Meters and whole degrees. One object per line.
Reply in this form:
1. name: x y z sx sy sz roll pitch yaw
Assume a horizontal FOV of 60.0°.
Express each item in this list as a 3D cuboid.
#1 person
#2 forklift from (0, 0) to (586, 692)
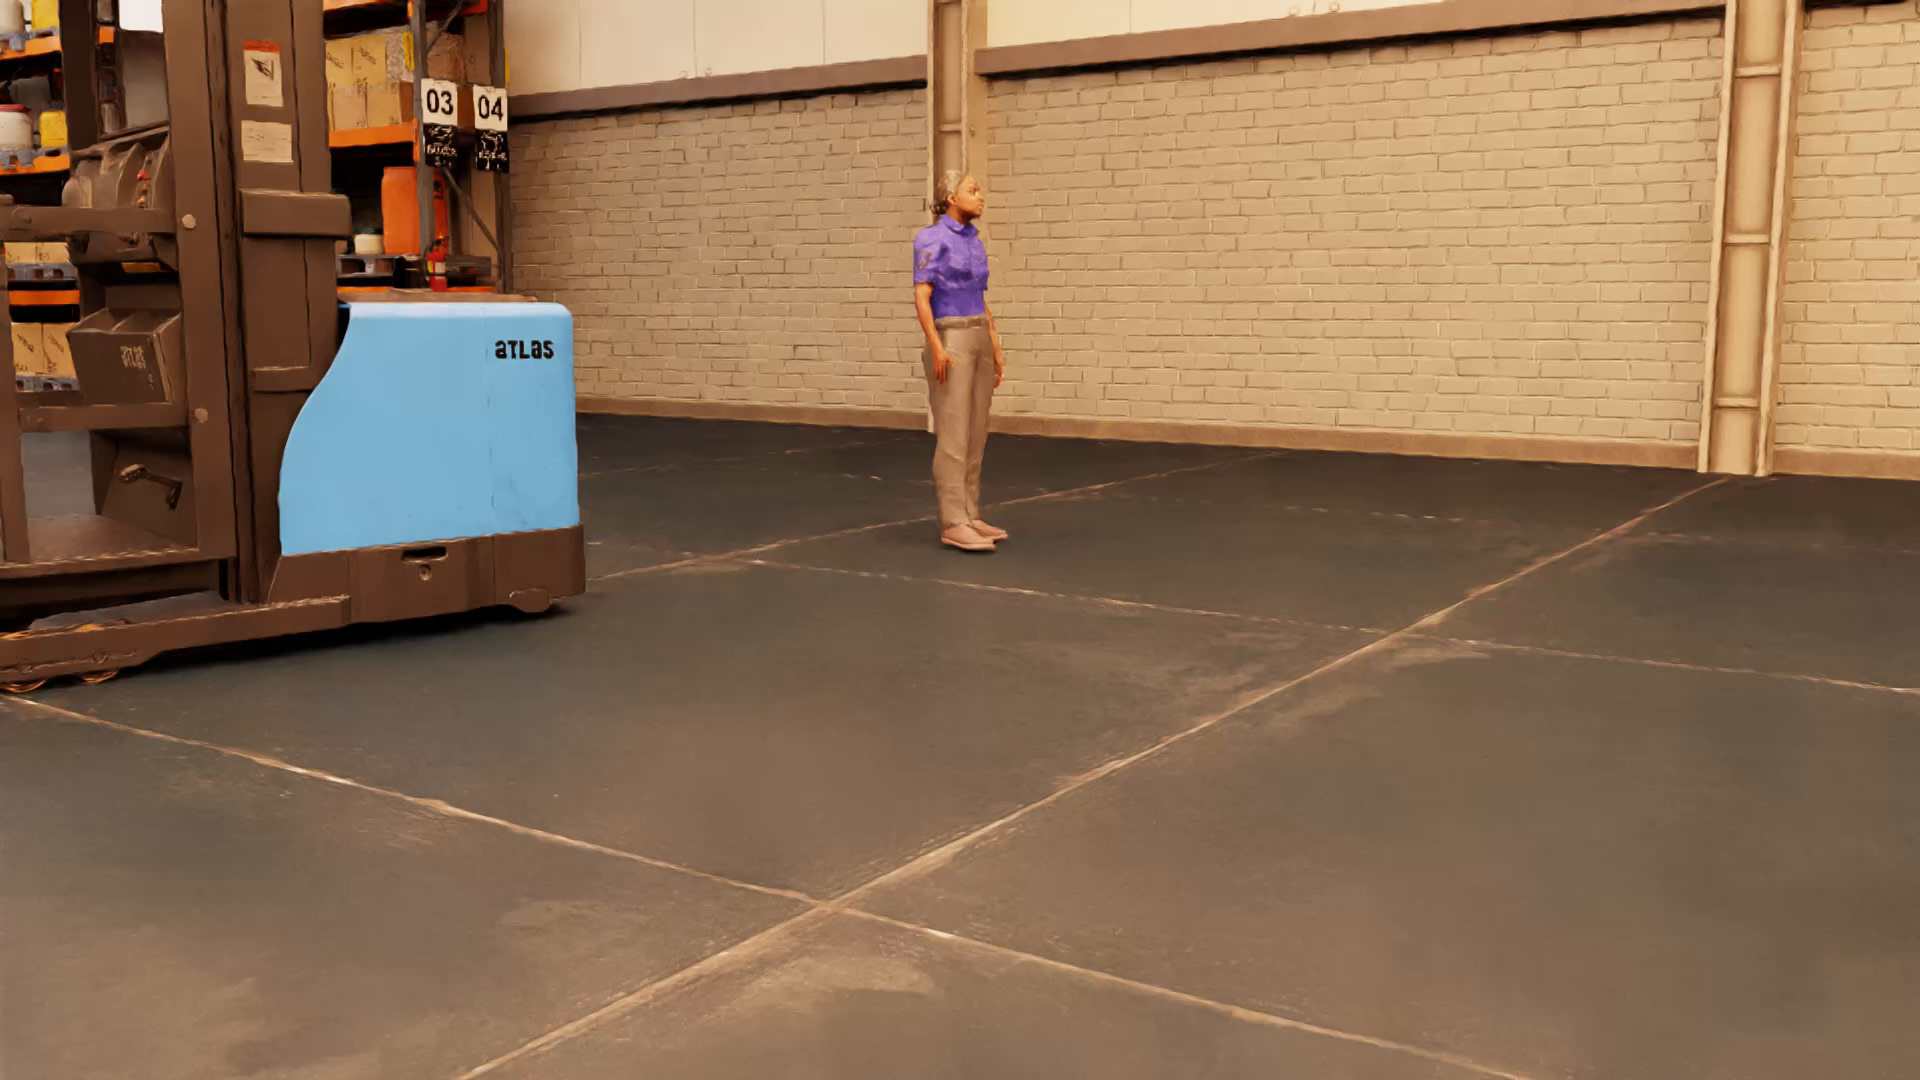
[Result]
1. person: 0.062 -0.817 7.421 0.503 1.654 0.570 5 10 34
2. forklift: -2.747 -1.110 4.996 3.031 2.935 1.130 -7 11 -41
